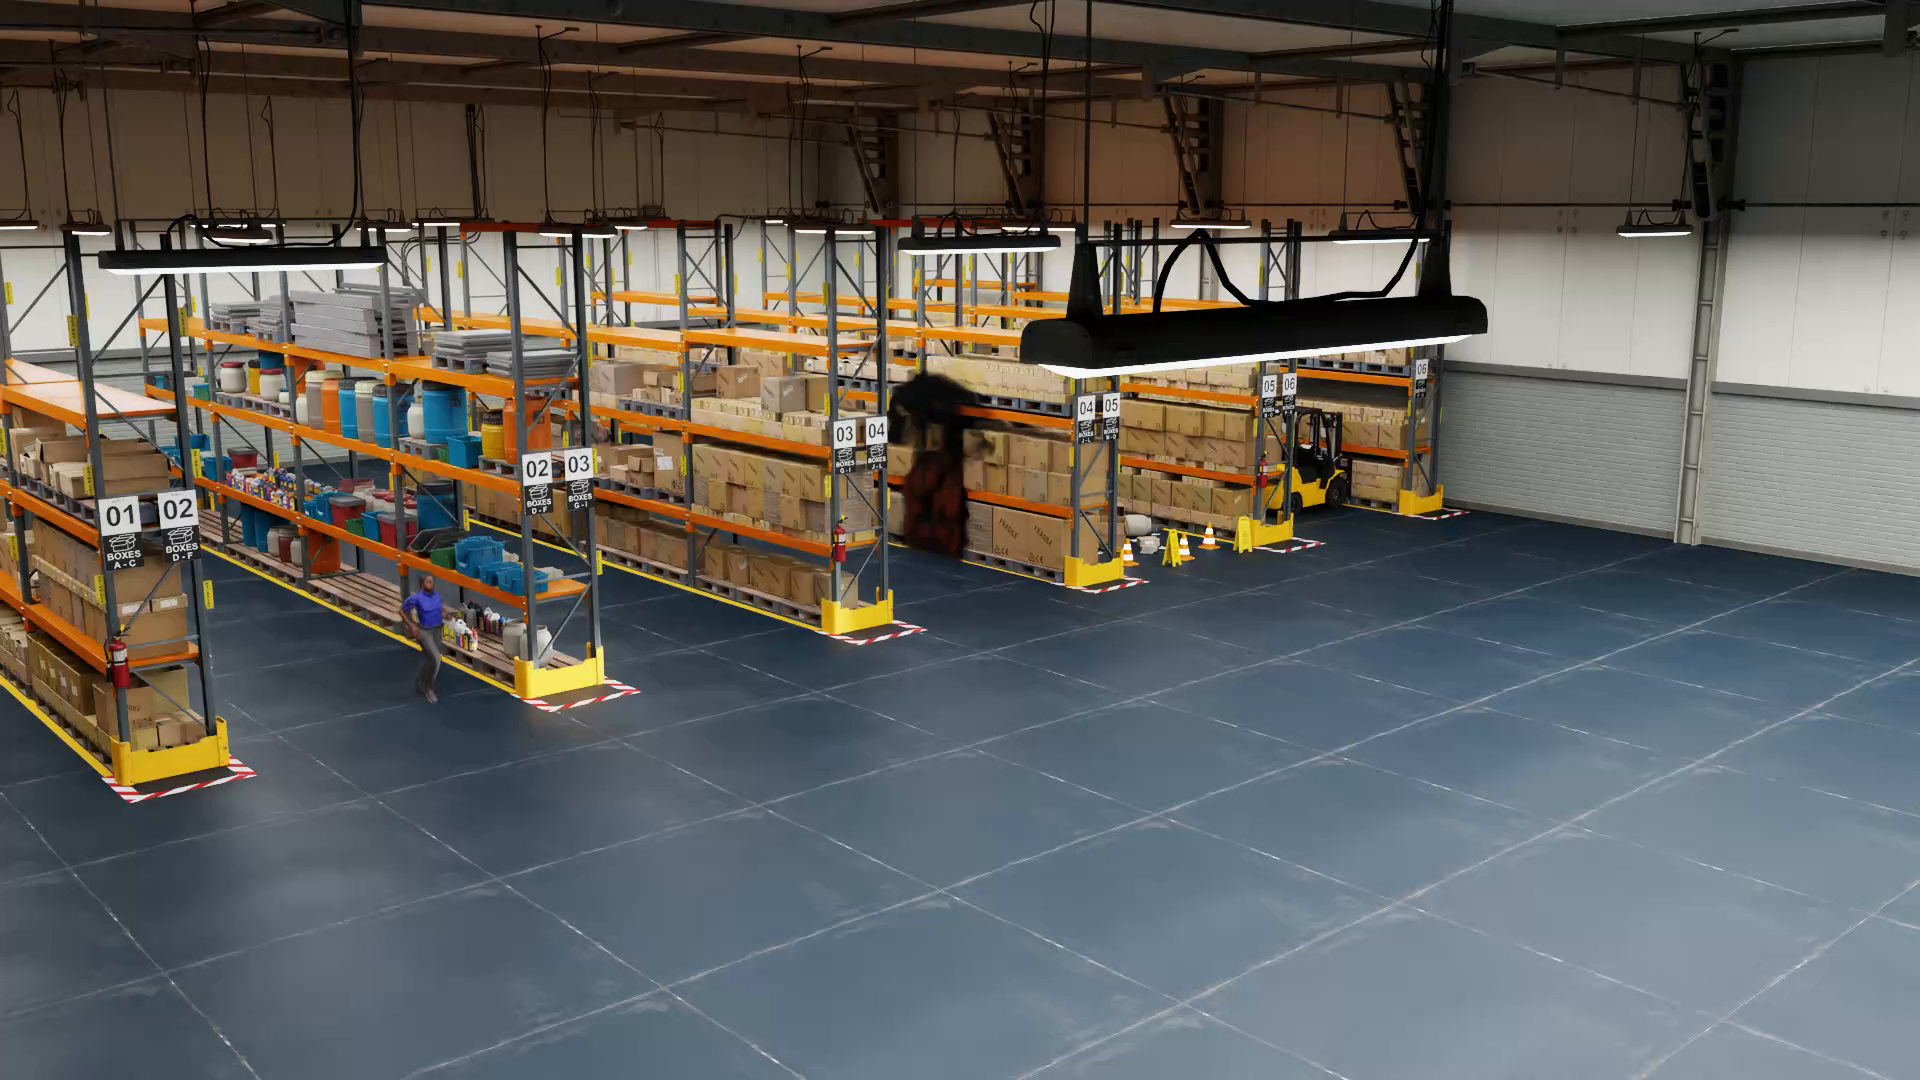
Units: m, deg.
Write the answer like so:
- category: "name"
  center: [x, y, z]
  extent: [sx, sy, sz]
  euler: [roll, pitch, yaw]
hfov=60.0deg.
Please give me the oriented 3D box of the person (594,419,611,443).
- category: "person"
  center: [-7.803, -1.768, 36.153]
  extent: [0.731, 1.743, 0.896]
  euler: [-7, 13, -32]

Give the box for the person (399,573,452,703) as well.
- category: "person"
  center: [-6.863, 1.269, 21.510]
  extent: [0.719, 1.681, 0.551]
  euler: [6, 13, 28]
